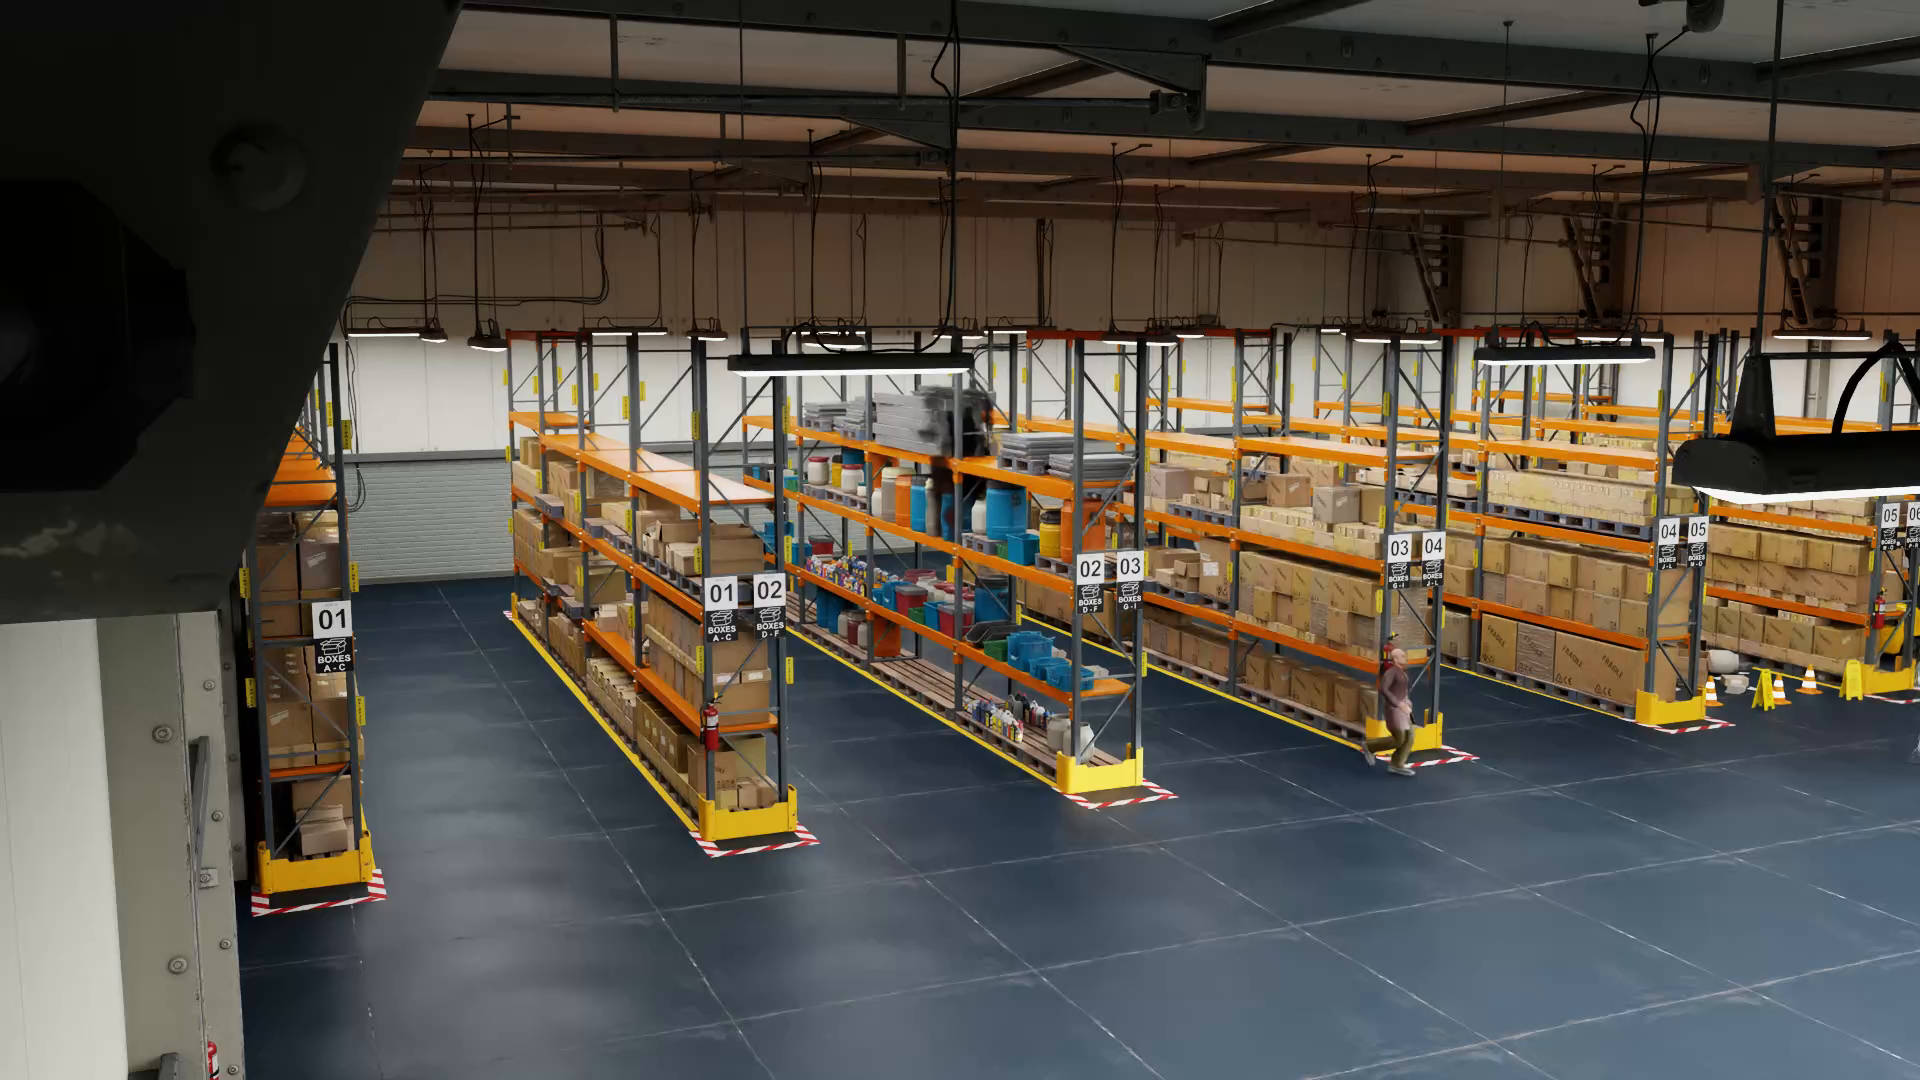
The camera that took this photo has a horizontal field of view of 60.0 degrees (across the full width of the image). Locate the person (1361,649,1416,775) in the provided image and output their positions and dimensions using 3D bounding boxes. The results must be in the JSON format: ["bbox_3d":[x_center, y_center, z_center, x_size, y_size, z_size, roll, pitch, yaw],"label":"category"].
[{"bbox_3d":[5.984,2.354,23.027,0.744,1.725,0.736,4,9,29],"label":"person"}]

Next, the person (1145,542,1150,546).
[{"bbox_3d":[3.841,0.827,34.661,0.610,1.609,0.668,-5,9,-31],"label":"person"}]

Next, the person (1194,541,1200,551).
[{"bbox_3d":[6.296,-0.224,42.554,0.652,1.625,0.635,-3,8,-23],"label":"person"}]
